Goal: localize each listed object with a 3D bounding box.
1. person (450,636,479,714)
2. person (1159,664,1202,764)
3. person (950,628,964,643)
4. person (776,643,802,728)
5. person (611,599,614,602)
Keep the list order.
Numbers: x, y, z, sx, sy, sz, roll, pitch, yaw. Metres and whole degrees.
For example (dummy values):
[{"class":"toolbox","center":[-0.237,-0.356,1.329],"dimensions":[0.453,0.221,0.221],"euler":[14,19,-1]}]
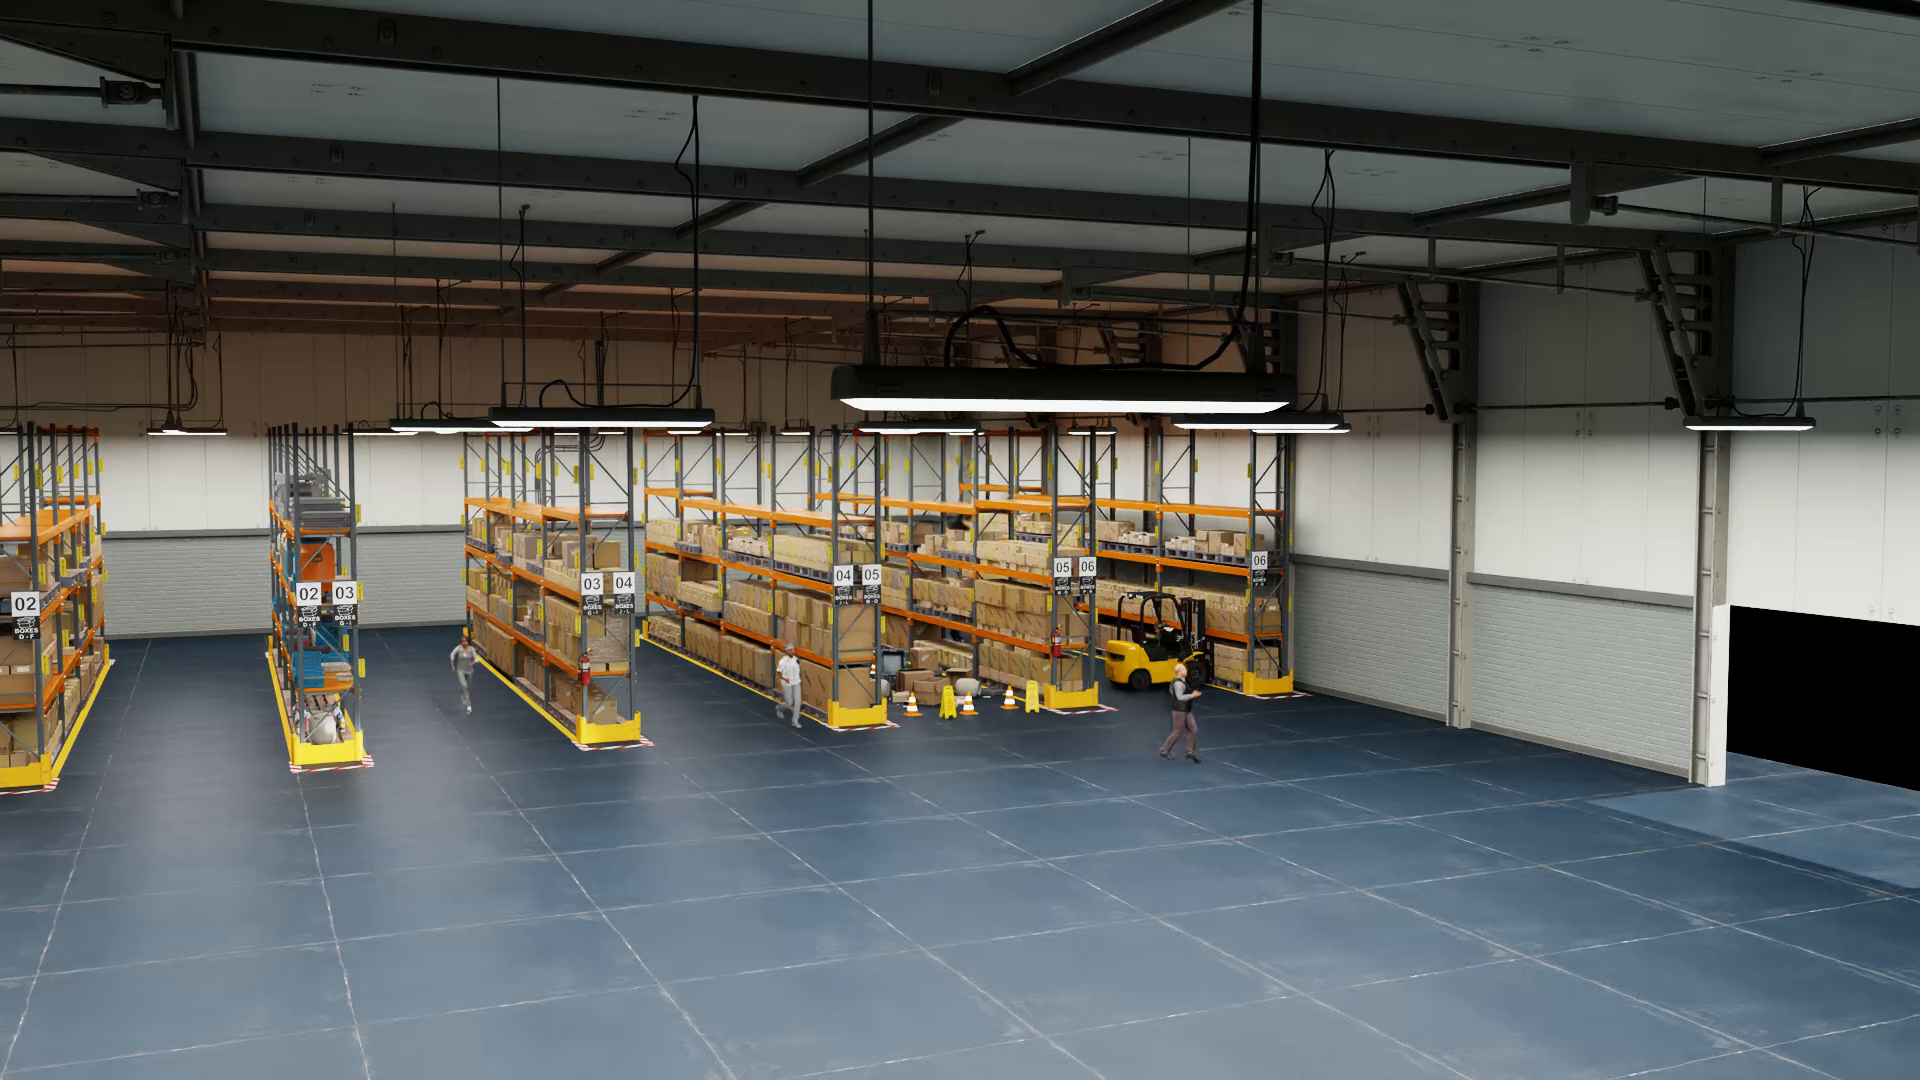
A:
[{"class":"person","center":[-10.391,2.794,34.905],"dimensions":[0.557,1.596,0.928],"euler":[-1,4,-23]},{"class":"person","center":[3.892,3.065,29.279],"dimensions":[0.740,1.770,0.641],"euler":[1,4,18]},{"class":"person","center":[-0.092,2.214,44.909],"dimensions":[0.546,1.549,0.496],"euler":[-2,4,-30]},{"class":"person","center":[-3.366,2.869,33.070],"dimensions":[0.577,1.658,0.758],"euler":[-2,4,-35]},{"class":"person","center":[-9.106,2.114,44.807],"dimensions":[0.654,1.789,0.829],"euler":[-1,4,-15]}]
